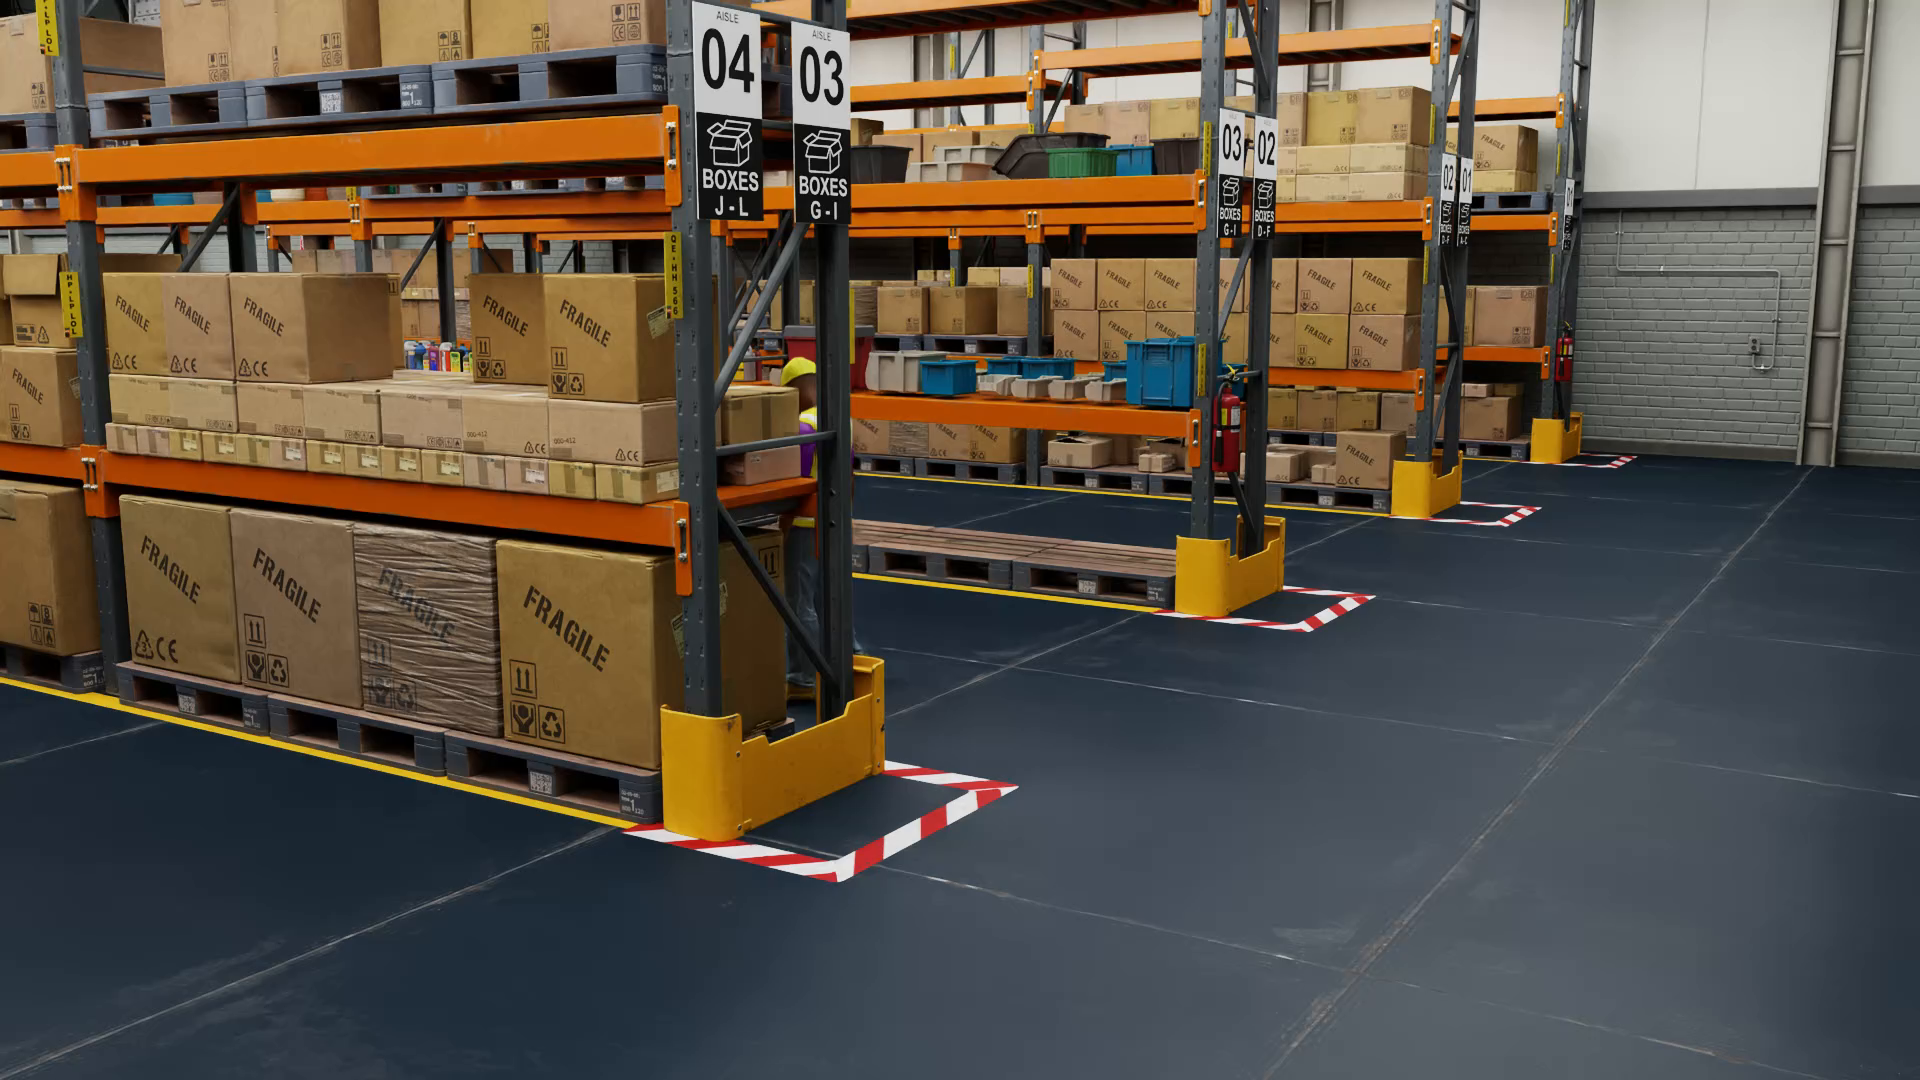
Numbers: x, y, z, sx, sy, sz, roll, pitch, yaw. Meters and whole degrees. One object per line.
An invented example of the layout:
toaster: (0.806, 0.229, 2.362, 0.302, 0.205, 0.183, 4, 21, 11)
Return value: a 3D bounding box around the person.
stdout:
person: (-0.779, -0.062, 8.621, 0.464, 1.758, 0.661, 3, 10, 17)
